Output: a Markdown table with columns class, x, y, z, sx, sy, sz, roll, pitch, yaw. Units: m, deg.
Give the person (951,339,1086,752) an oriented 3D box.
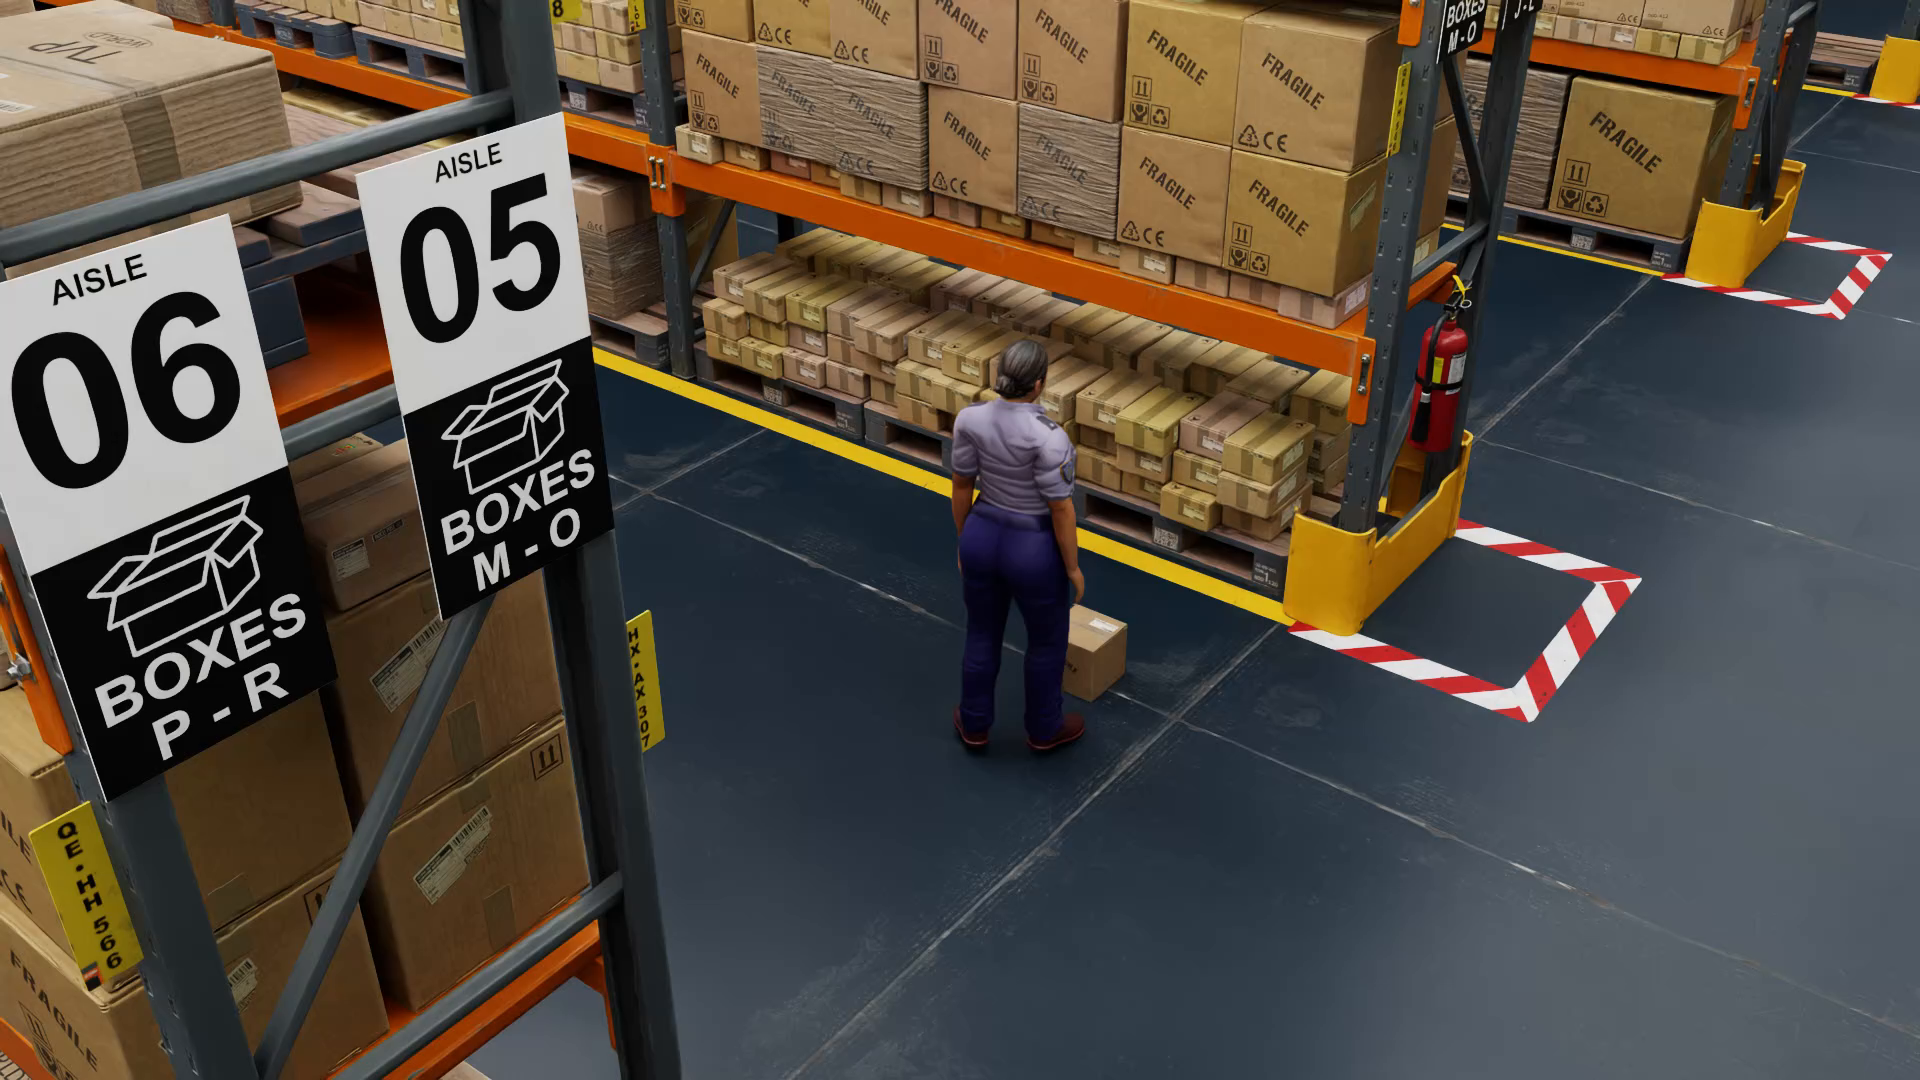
| class | x | y | z | sx | sy | sz | roll | pitch | yaw |
| --- | --- | --- | --- | --- | --- | --- | --- | --- | --- |
| person | 0.219 | 0.043 | 6.044 | 0.535 | 1.656 | 0.406 | 18 | 35 | 27 |
